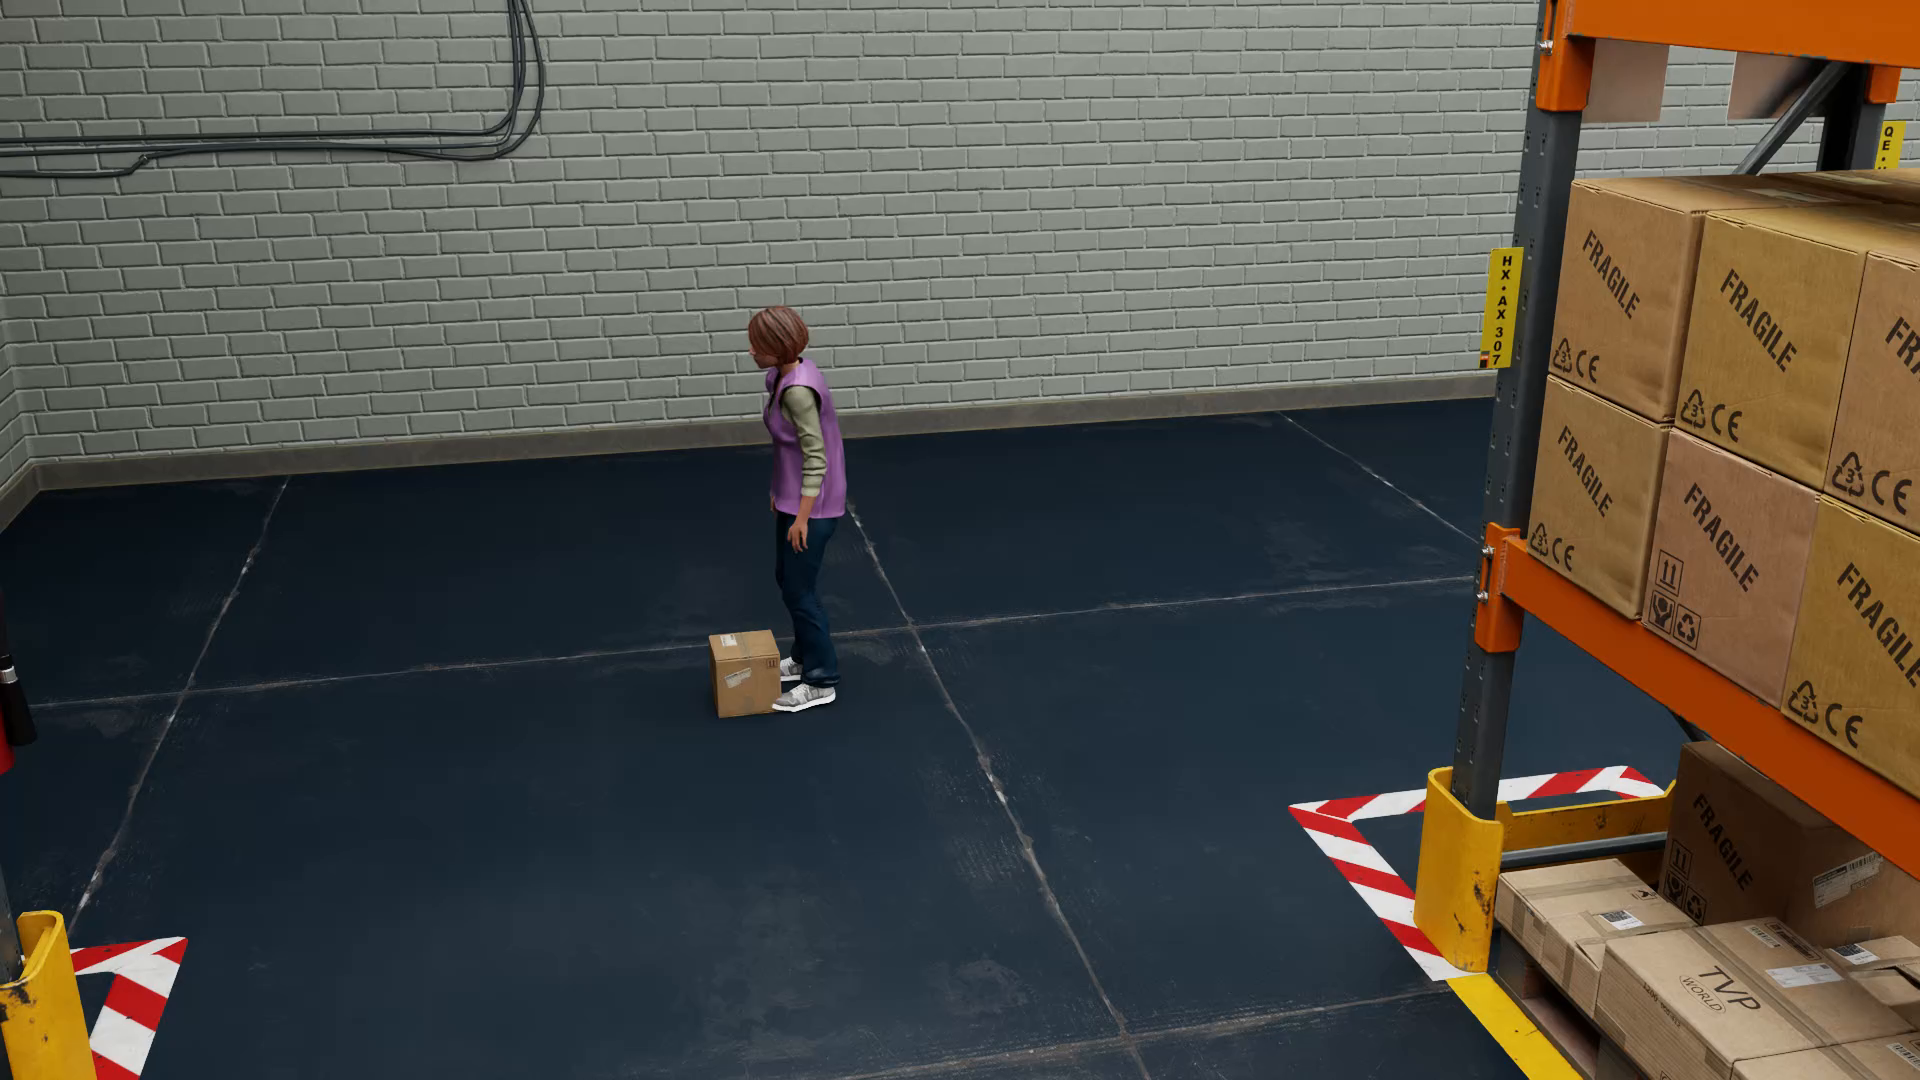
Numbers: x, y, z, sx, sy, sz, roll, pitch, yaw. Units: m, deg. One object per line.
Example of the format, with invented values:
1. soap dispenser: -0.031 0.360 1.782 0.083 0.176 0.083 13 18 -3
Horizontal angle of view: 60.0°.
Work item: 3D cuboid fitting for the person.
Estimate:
1. person: -0.622 -0.124 6.432 0.346 1.592 0.464 -5 20 -13
